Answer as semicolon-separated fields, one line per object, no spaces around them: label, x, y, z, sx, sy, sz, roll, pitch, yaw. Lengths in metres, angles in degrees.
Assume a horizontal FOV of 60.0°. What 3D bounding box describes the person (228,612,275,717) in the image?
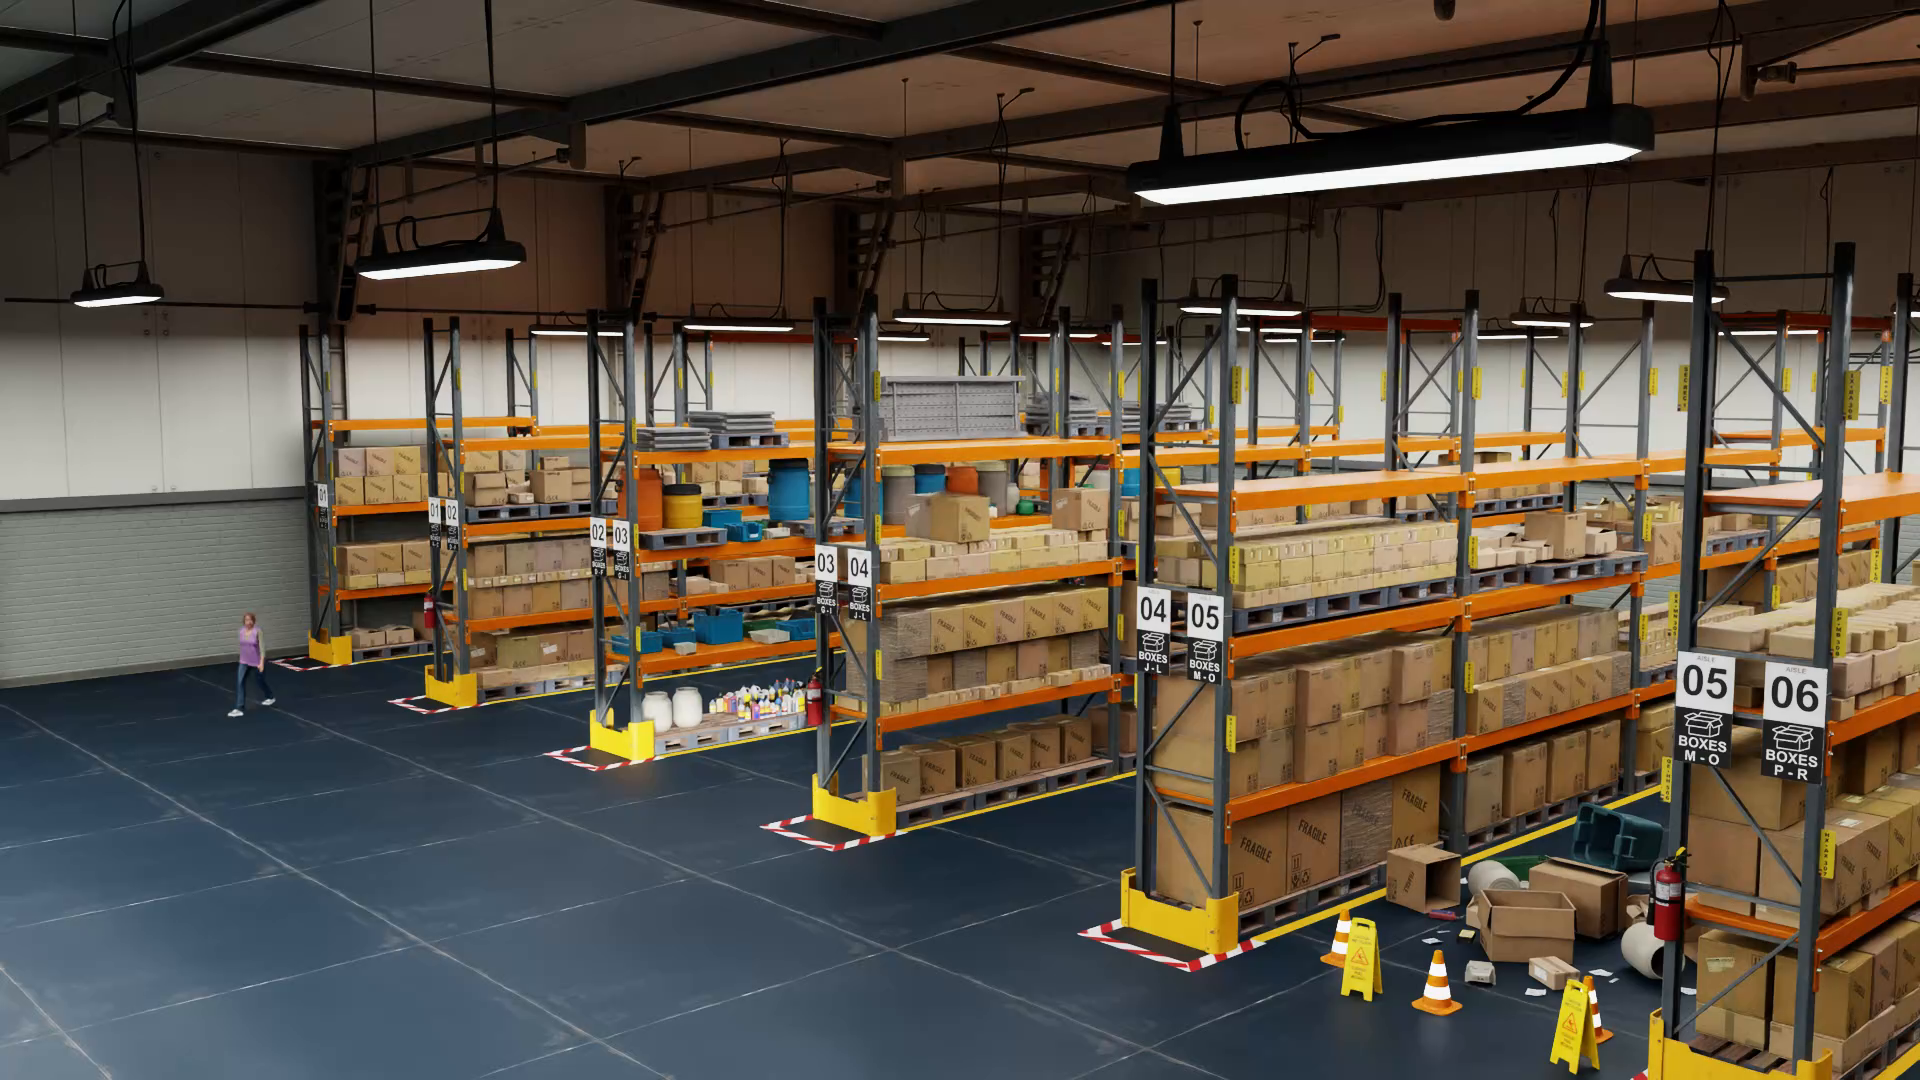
person;-10.706;1.847;25.143;0.480;1.532;1.015;1;6;7
